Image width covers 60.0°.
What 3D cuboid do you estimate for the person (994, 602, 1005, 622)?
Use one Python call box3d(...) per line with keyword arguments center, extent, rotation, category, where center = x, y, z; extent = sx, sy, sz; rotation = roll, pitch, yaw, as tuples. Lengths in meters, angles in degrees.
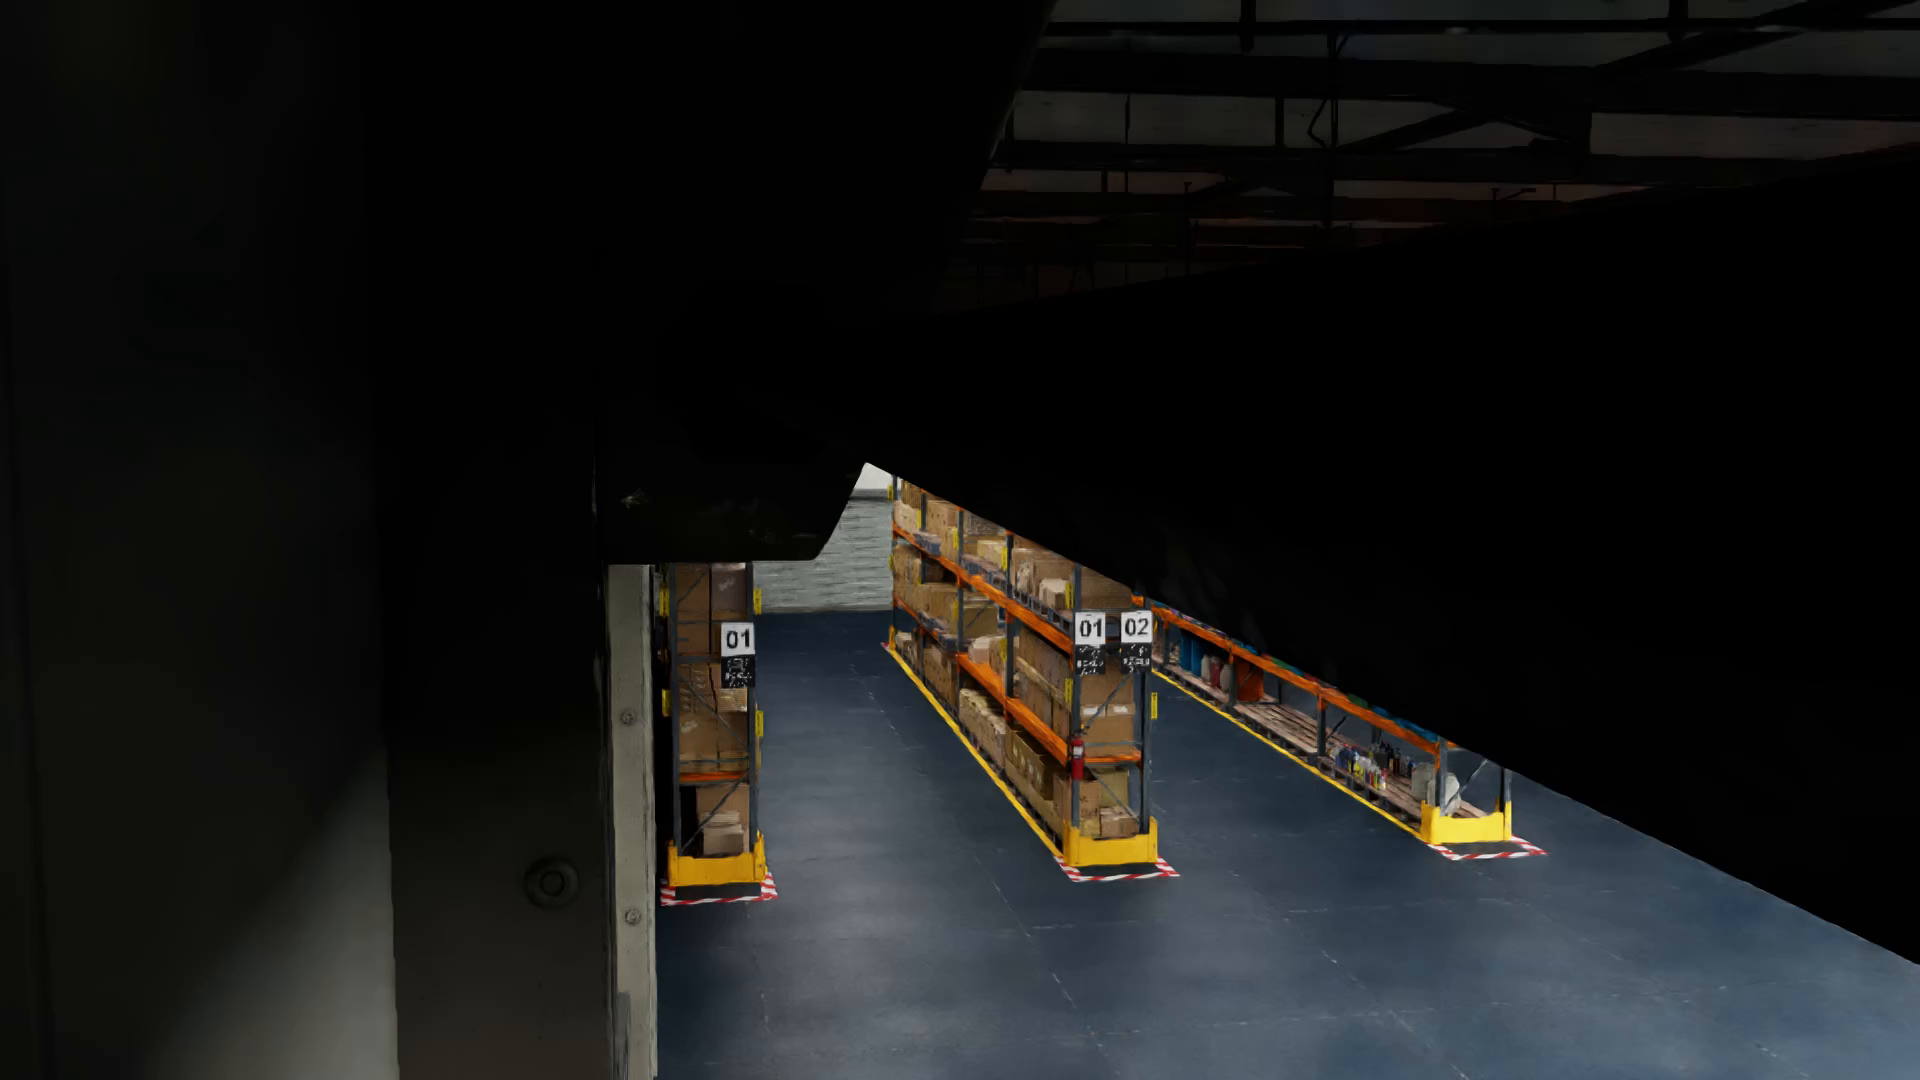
box3d(center=(0.769, 1.123, 40.047), extent=(0.487, 1.782, 0.724), rotation=(4, 7, 33), category="person")
